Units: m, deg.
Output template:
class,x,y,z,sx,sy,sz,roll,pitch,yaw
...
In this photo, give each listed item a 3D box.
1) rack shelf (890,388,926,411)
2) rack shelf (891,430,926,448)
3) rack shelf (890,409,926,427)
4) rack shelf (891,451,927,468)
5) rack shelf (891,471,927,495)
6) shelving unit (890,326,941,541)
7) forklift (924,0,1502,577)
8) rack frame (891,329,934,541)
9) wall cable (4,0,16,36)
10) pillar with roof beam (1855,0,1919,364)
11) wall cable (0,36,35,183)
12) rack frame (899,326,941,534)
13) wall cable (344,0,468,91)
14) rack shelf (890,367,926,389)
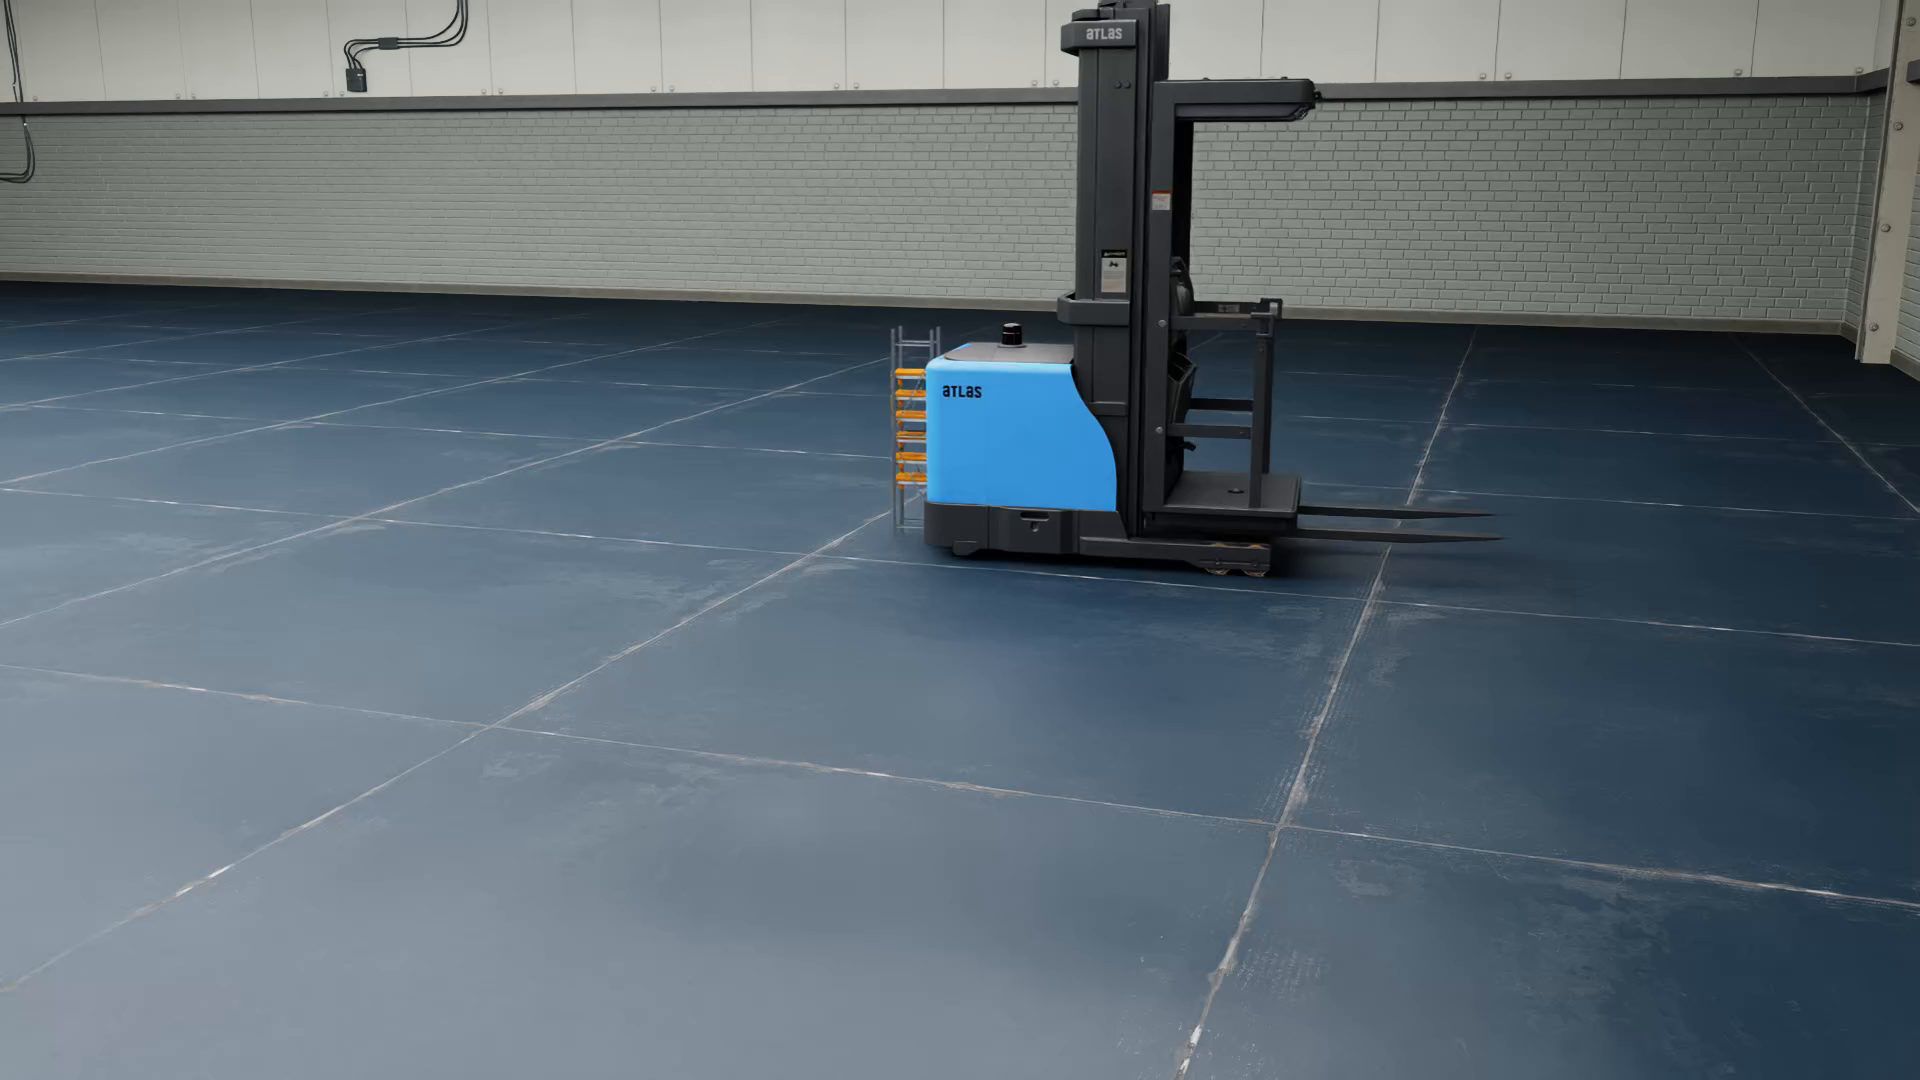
class,x,y,z,sx,sy,sz,roll,pitch,yaw
rack shelf,-0.246,-0.789,9.370,0.258,0.103,0.180,3,13,11
rack shelf,-0.246,-0.555,9.424,0.258,0.103,0.180,3,13,11
rack shelf,-0.246,-0.672,9.397,0.258,0.103,0.180,3,13,11
rack shelf,-0.246,-0.438,9.450,0.258,0.103,0.180,3,13,11
rack shelf,-0.246,-0.321,9.477,0.258,0.103,0.180,3,13,11
shelving unit,-0.246,-0.599,9.414,0.258,1.200,0.189,3,13,11
forklift,1.378,-1.367,8.889,3.031,2.935,1.130,3,13,12
rack frame,-0.264,-0.579,9.326,0.240,1.200,0.006,3,13,11
wall cable,-15.186,-9.862,28.101,3.097,2.526,0.112,4,14,18
pillar with roof beam,5.782,-6.625,18.292,9.100,9.000,0.400,4,14,18
wall cable,-17.746,-7.594,29.516,3.097,2.526,0.112,4,14,18
rack frame,-0.228,-0.618,9.501,0.240,1.200,0.006,3,13,11
wall cable,-8.768,-10.079,25.783,2.305,6.003,0.169,4,14,18
rack shelf,-0.246,-0.906,9.344,0.258,0.103,0.180,3,13,11
